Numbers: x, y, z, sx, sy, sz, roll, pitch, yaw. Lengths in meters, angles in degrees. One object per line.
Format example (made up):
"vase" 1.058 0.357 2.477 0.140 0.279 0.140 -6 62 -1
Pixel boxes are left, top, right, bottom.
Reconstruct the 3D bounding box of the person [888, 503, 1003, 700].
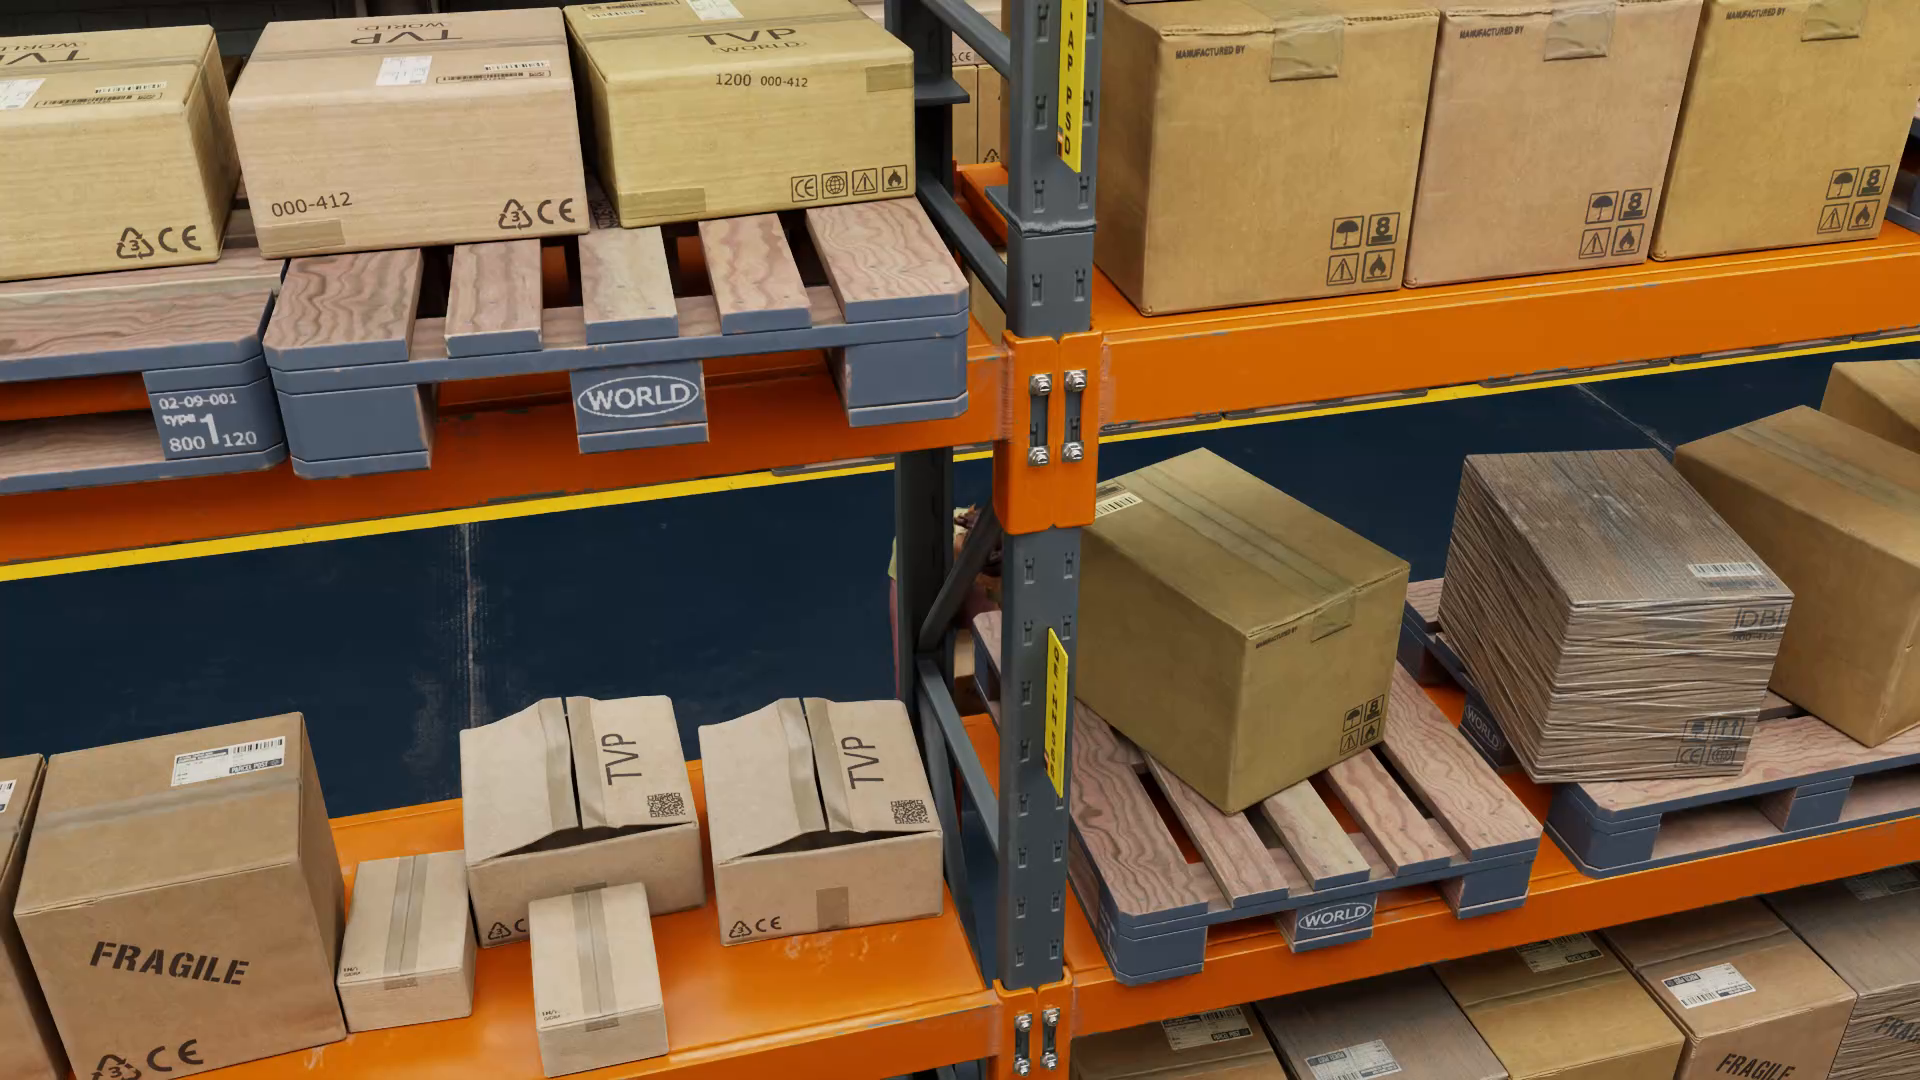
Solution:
"person" 0.001 0.370 5.866 0.425 1.309 0.806 -9 32 -15
